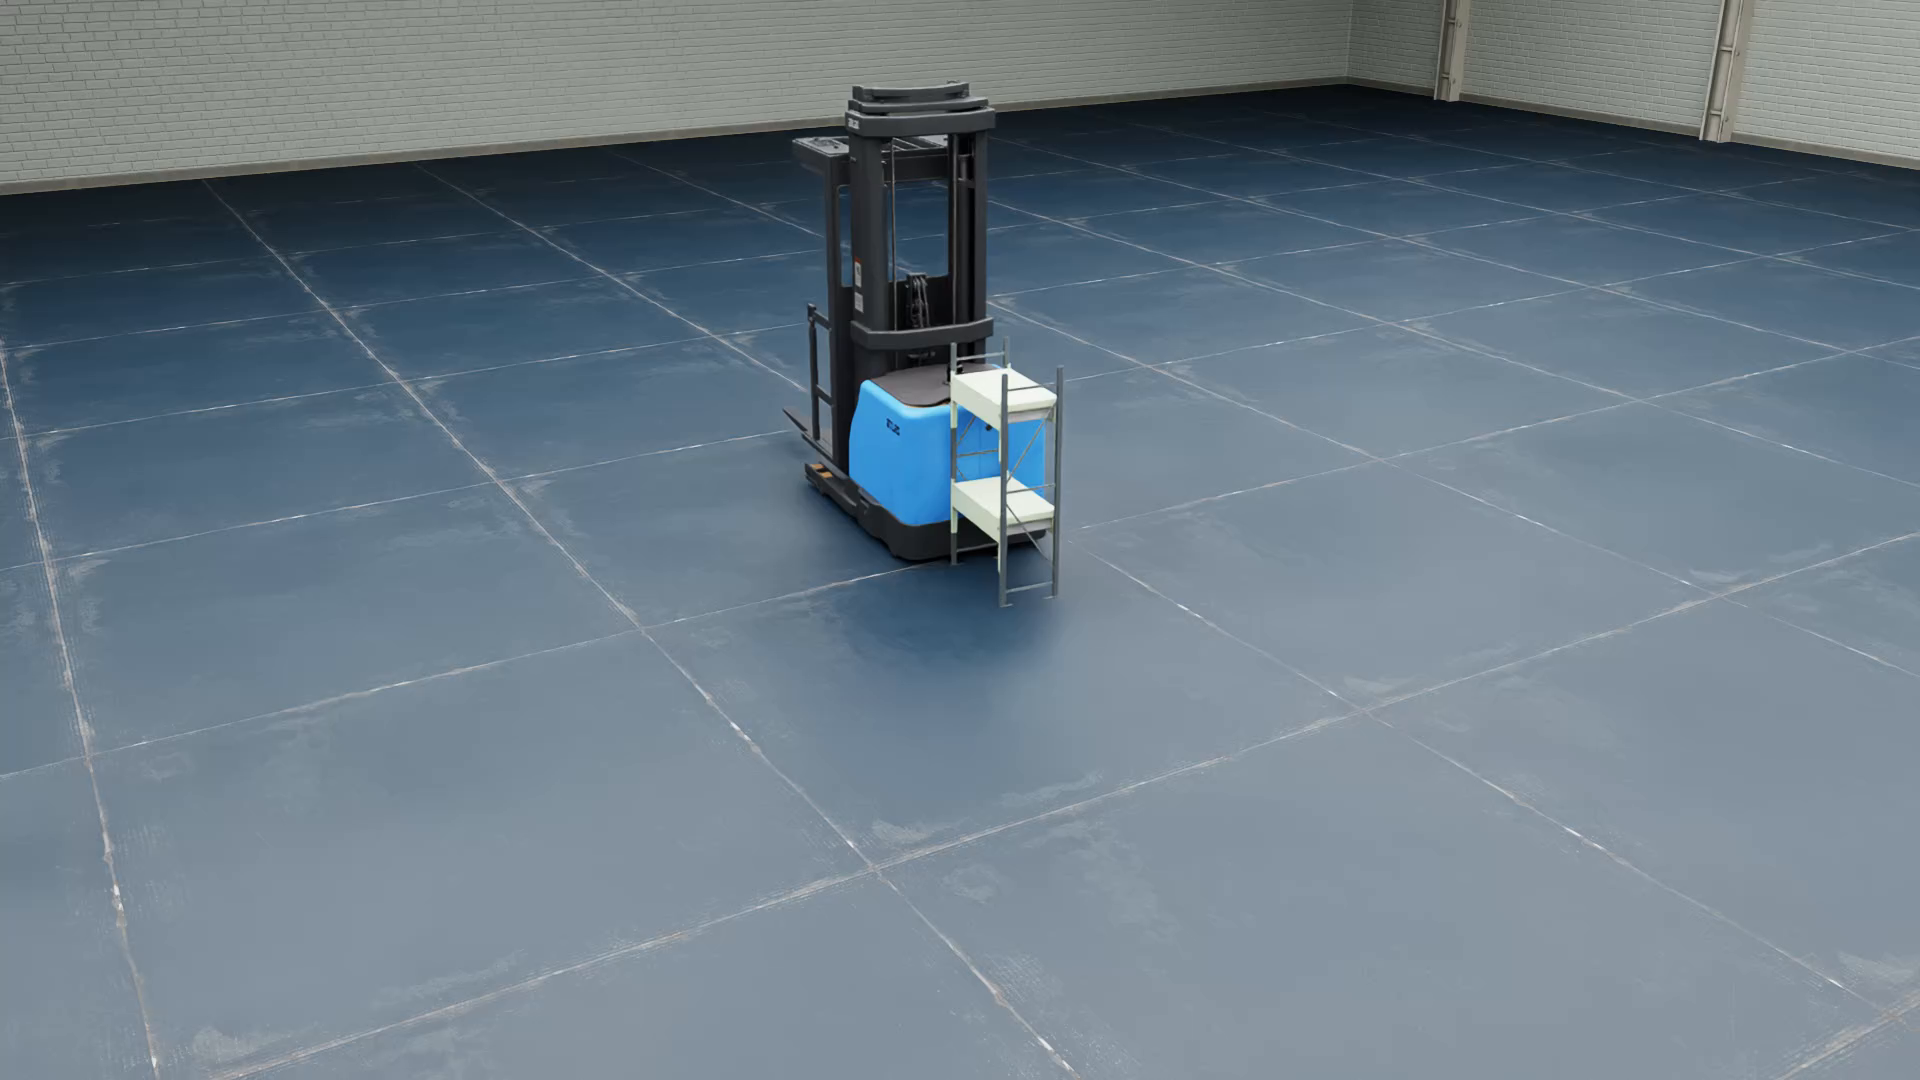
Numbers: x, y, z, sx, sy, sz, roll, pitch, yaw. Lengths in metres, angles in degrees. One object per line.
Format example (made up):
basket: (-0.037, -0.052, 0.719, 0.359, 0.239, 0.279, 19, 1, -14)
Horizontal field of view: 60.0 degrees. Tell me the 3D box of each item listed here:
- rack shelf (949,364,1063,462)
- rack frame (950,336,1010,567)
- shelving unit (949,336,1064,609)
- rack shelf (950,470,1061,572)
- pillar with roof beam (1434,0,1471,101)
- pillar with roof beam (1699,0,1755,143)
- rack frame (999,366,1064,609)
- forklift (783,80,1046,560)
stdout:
rack shelf: (0.277, -0.791, 10.230, 0.431, 0.370, 0.720, -10, 24, -22)
rack frame: (0.126, -0.555, 10.686, 0.400, 1.500, 0.023, -10, 24, -22)
shelving unit: (0.277, -0.430, 10.377, 0.431, 1.500, 0.755, -10, 24, -22)
rack shelf: (0.277, -0.128, 10.499, 0.431, 0.370, 0.720, -10, 24, -22)
pillar with roof beam: (5.791, -11.927, 28.705, 9.100, 9.000, 0.400, -13, 25, -28)
pillar with roof beam: (8.856, -9.985, 23.927, 9.100, 9.000, 0.400, -13, 25, -28)
rack frame: (0.428, -0.304, 10.068, 0.400, 1.500, 0.023, -10, 24, -22)
forklift: (-0.490, -1.748, 11.720, 1.130, 2.935, 3.031, -10, 24, -22)
